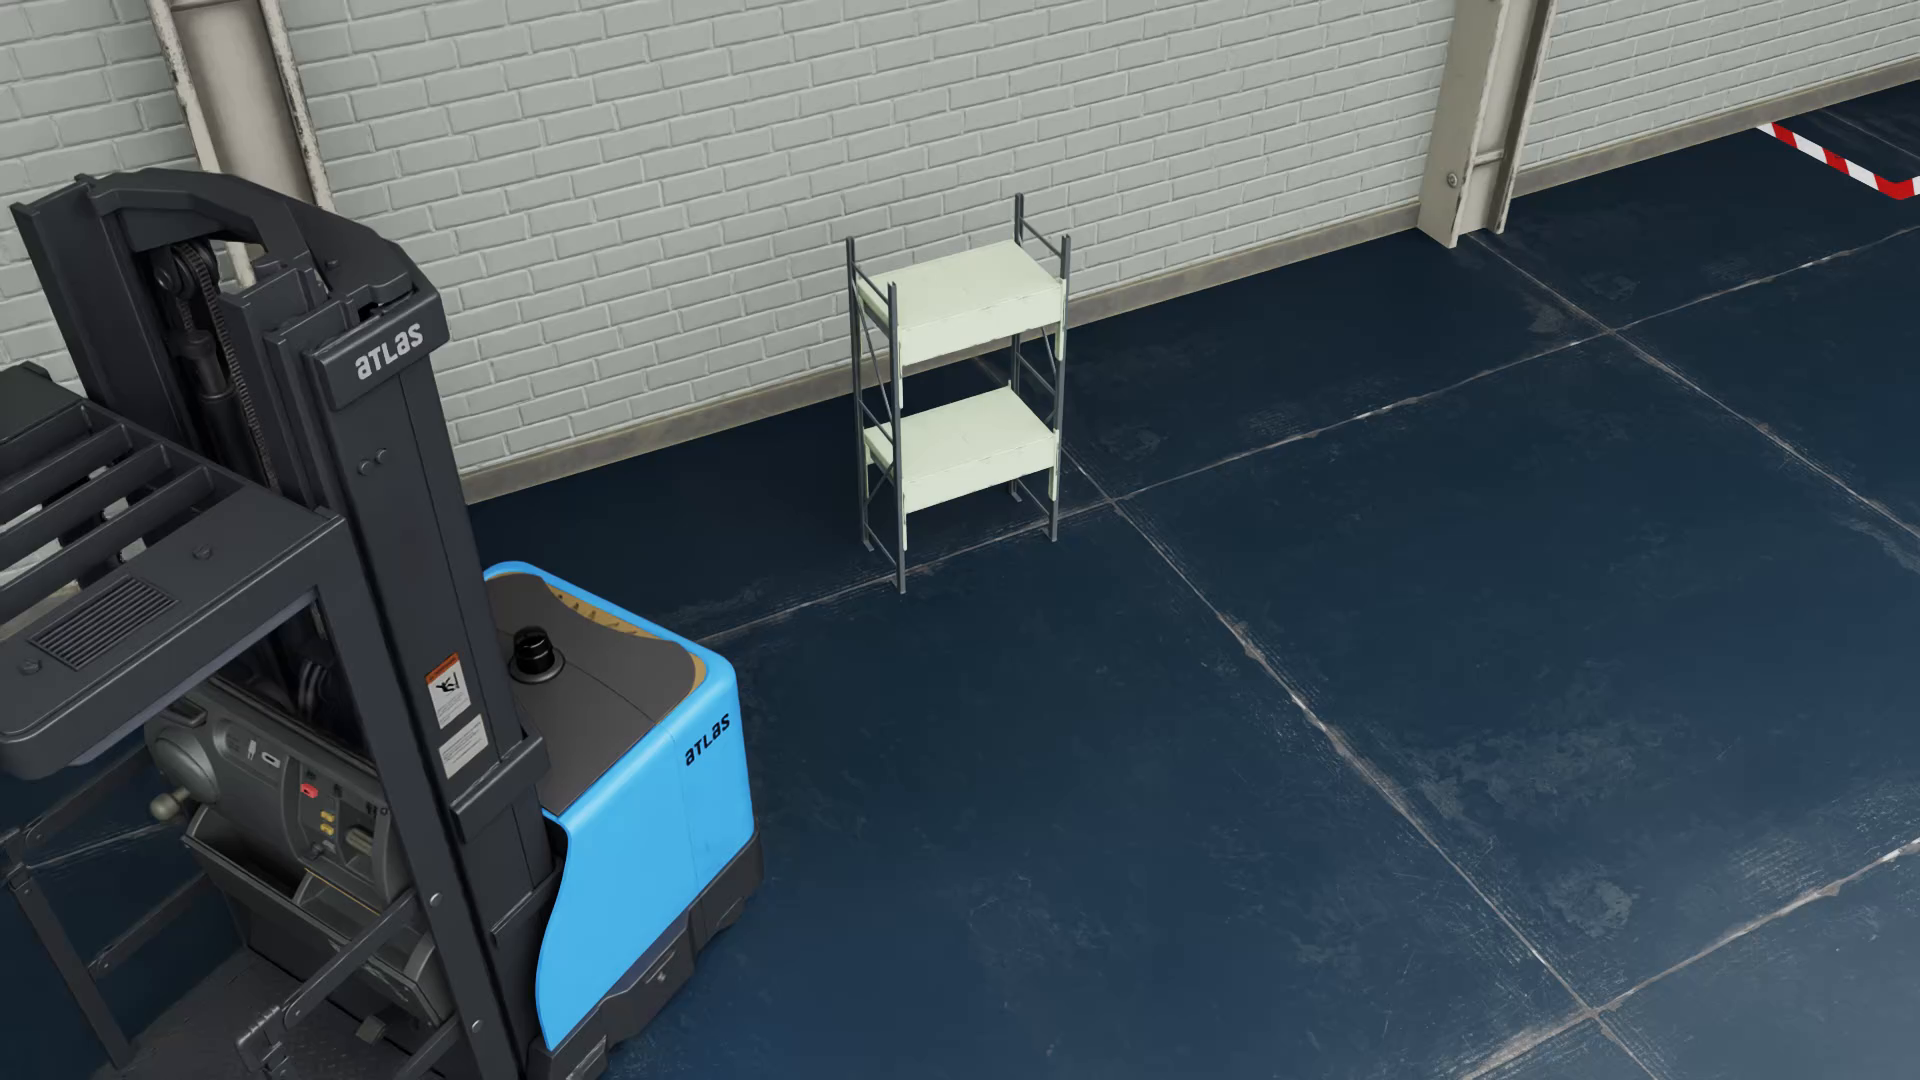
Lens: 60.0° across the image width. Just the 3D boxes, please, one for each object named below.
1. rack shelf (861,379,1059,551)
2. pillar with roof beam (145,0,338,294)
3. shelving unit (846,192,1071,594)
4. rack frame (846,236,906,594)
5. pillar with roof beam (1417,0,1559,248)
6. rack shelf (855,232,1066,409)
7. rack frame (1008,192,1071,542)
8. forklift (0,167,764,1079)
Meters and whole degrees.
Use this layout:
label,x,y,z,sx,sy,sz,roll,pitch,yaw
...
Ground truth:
label,x,y,z,sx,sy,sz,roll,pitch,yaw
rack shelf,-0.006,-0.322,6.974,0.720,0.370,0.431,-19,44,-21
pillar with roof beam,-0.541,-0.926,1.379,0.400,9.000,9.100,-19,44,-21
shelving unit,-0.006,-0.570,6.763,0.755,1.500,0.431,-19,44,-21
rack frame,-0.331,-0.461,6.634,0.023,1.500,0.400,-19,44,-21
pillar with roof beam,4.780,-2.717,3.495,0.400,9.000,9.100,-19,44,-21
rack shelf,-0.006,-0.868,6.511,0.720,0.370,0.431,-19,44,-21
rack frame,0.319,-0.680,6.892,0.023,1.500,0.400,-19,44,-21
forklift,-1.896,0.715,4.136,1.130,2.935,3.031,22,45,24
